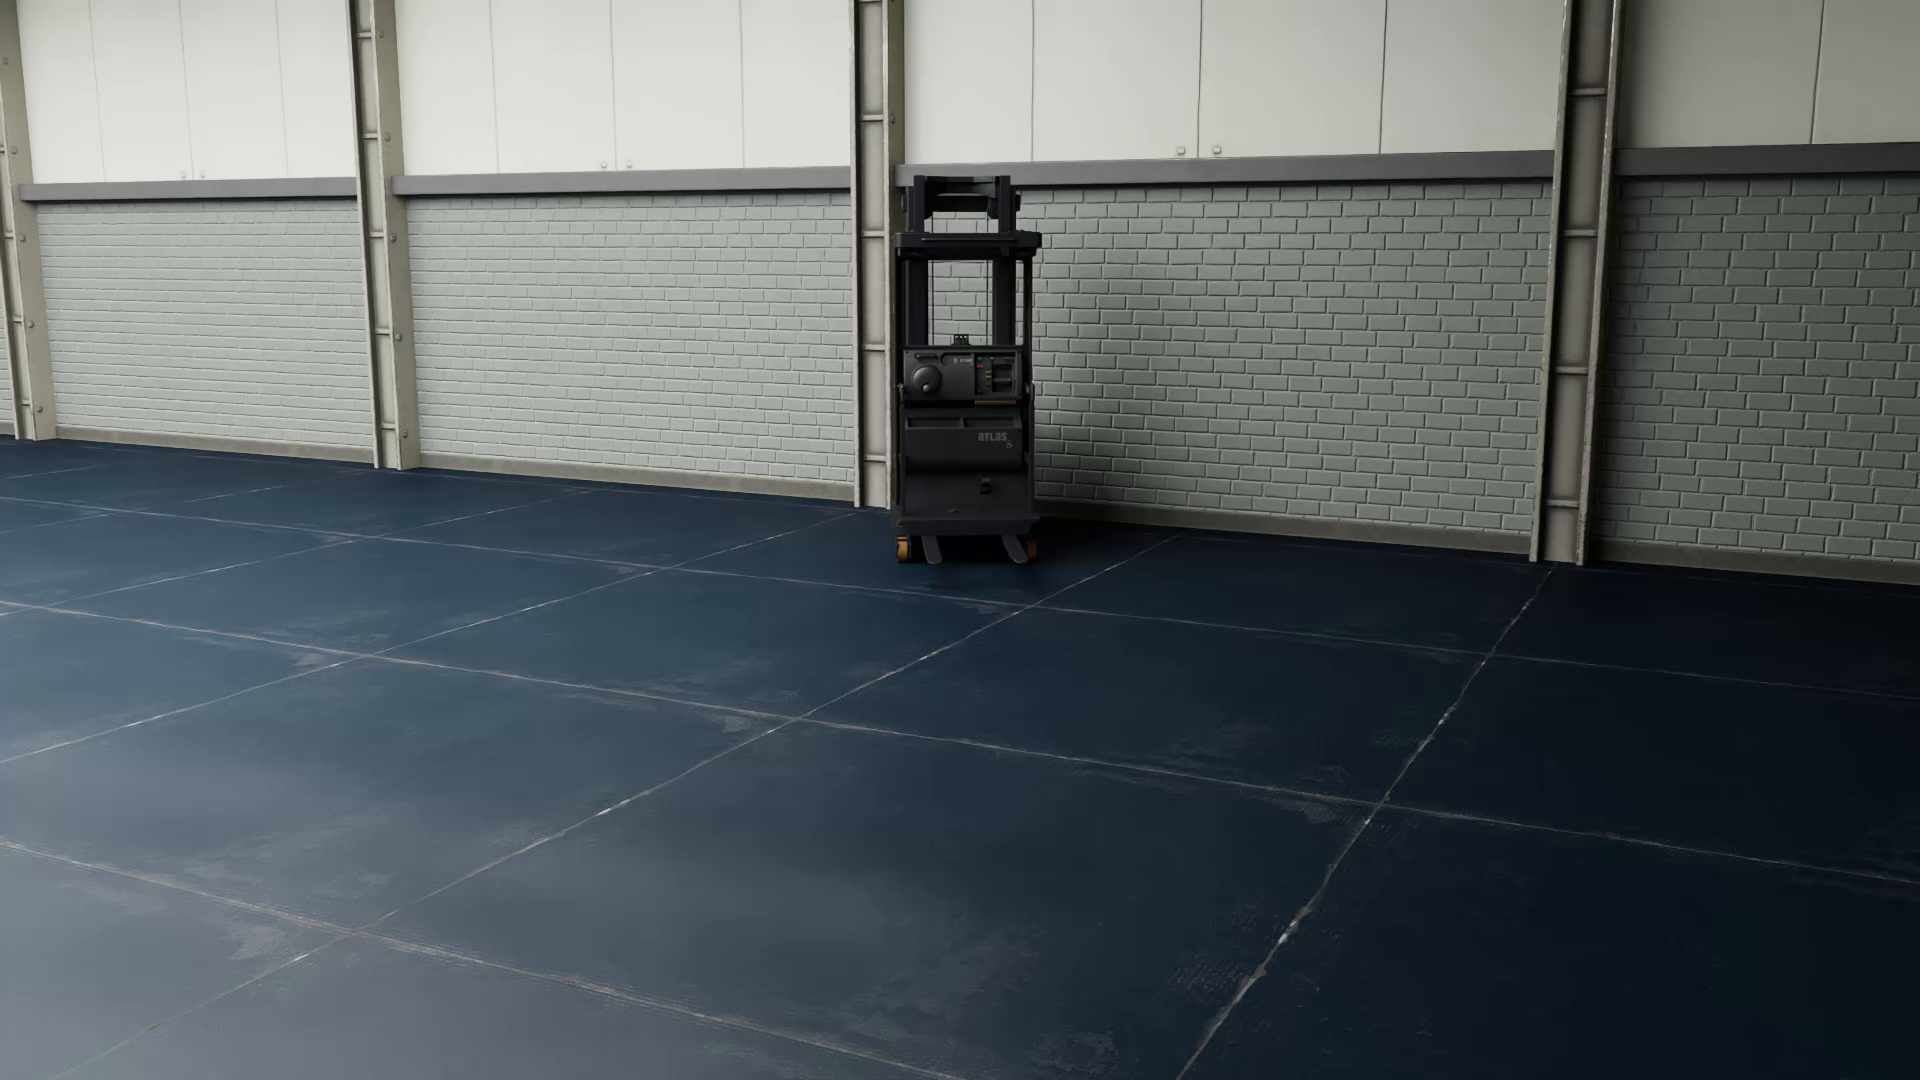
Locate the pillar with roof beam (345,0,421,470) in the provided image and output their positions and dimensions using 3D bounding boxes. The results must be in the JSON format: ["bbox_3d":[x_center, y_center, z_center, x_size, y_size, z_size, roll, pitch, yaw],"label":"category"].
[{"bbox_3d":[-8.025,-4.533,13.510,0.400,9.000,9.100,5,11,26],"label":"pillar with roof beam"}]

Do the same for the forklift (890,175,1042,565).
[{"bbox_3d":[0.039,-1.332,12.858,1.130,2.935,3.031,-1,10,-4],"label":"forklift"}]

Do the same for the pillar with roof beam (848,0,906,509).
[{"bbox_3d":[-2.644,-4.061,10.898,0.400,9.000,9.100,5,11,26],"label":"pillar with roof beam"}]

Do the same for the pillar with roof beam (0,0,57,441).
[{"bbox_3d":[-13.406,-5.006,16.123,0.400,9.000,9.100,5,11,26],"label":"pillar with roof beam"}]

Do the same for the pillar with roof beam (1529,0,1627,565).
[{"bbox_3d":[2.736,-3.588,8.286,0.400,9.000,9.100,5,11,26],"label":"pillar with roof beam"}]
